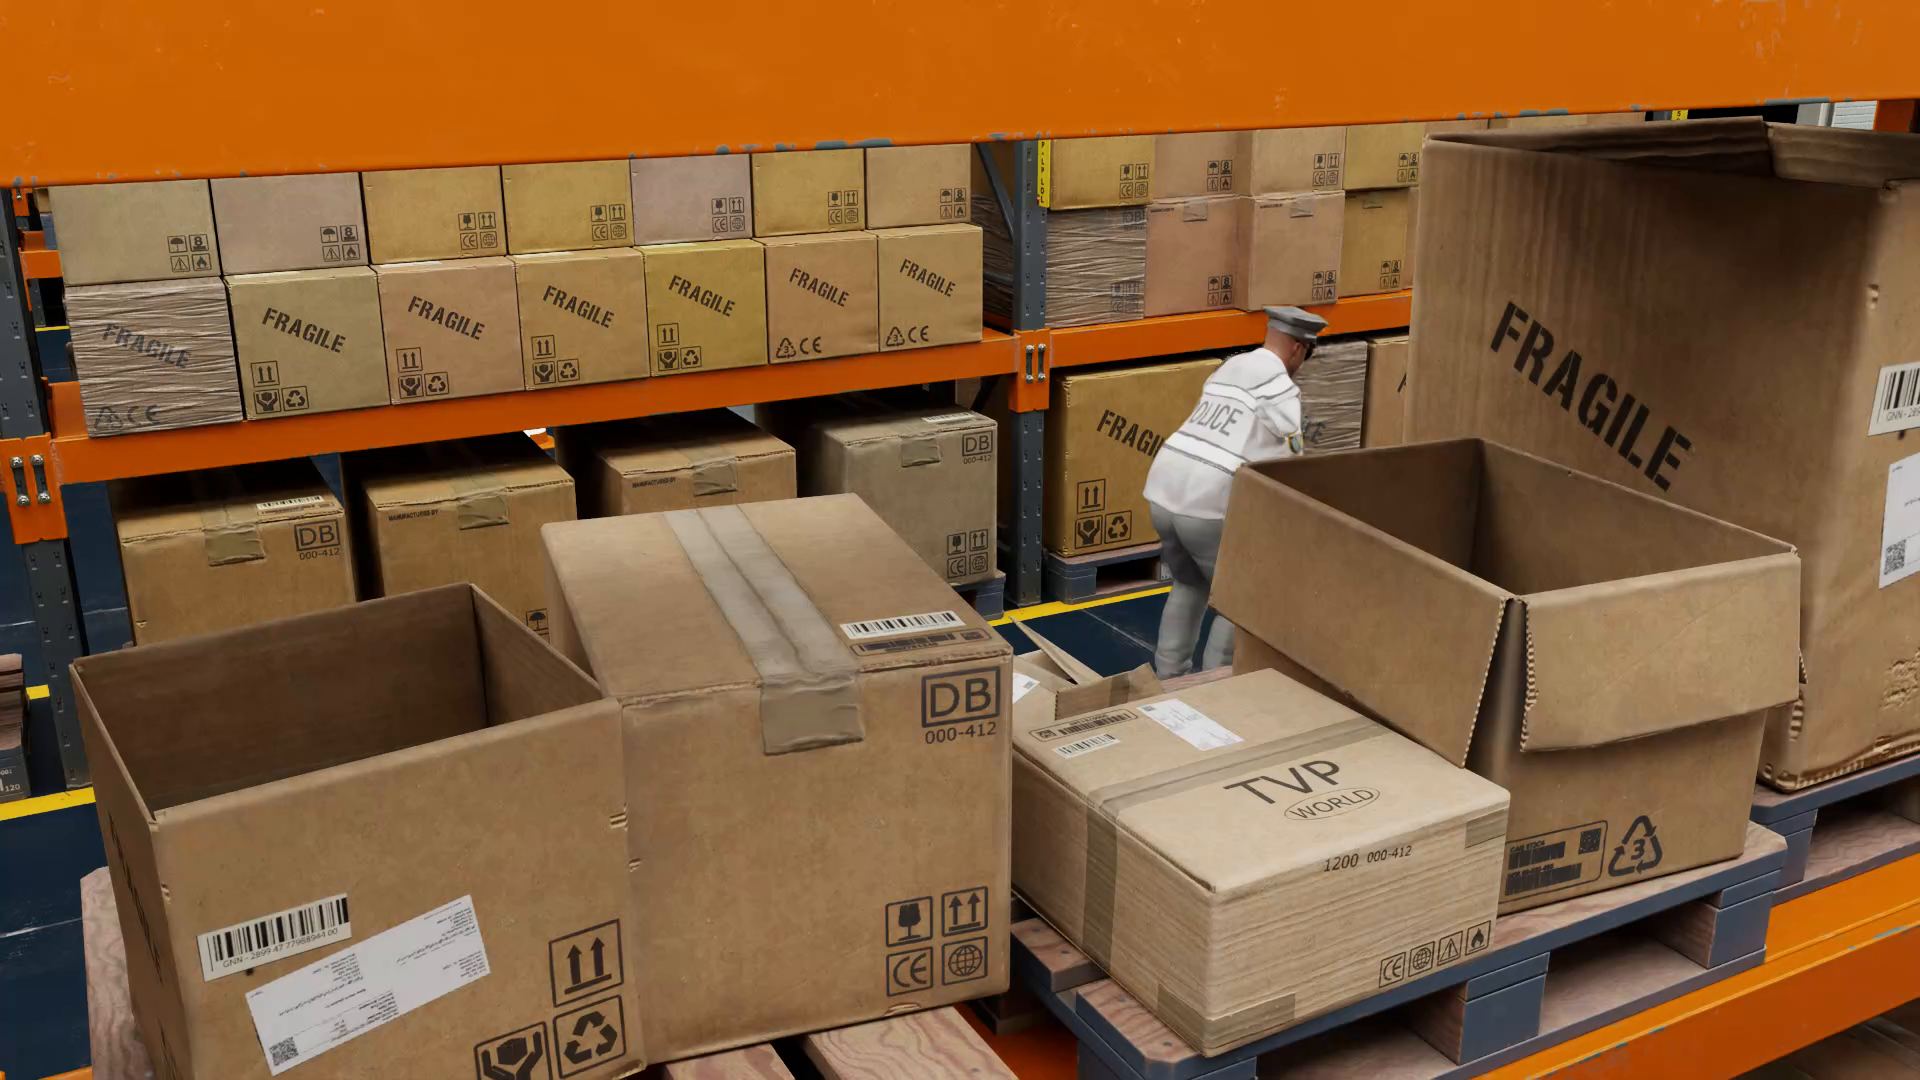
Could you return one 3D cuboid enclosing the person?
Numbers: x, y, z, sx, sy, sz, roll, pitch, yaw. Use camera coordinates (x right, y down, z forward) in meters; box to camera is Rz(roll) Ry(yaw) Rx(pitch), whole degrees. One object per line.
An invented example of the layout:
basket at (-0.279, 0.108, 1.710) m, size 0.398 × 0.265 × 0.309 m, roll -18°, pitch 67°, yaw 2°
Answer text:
person at (1.086, -0.101, 6.585) m, size 0.747 × 1.614 × 0.475 m, roll -10°, pitch 21°, yaw -28°
